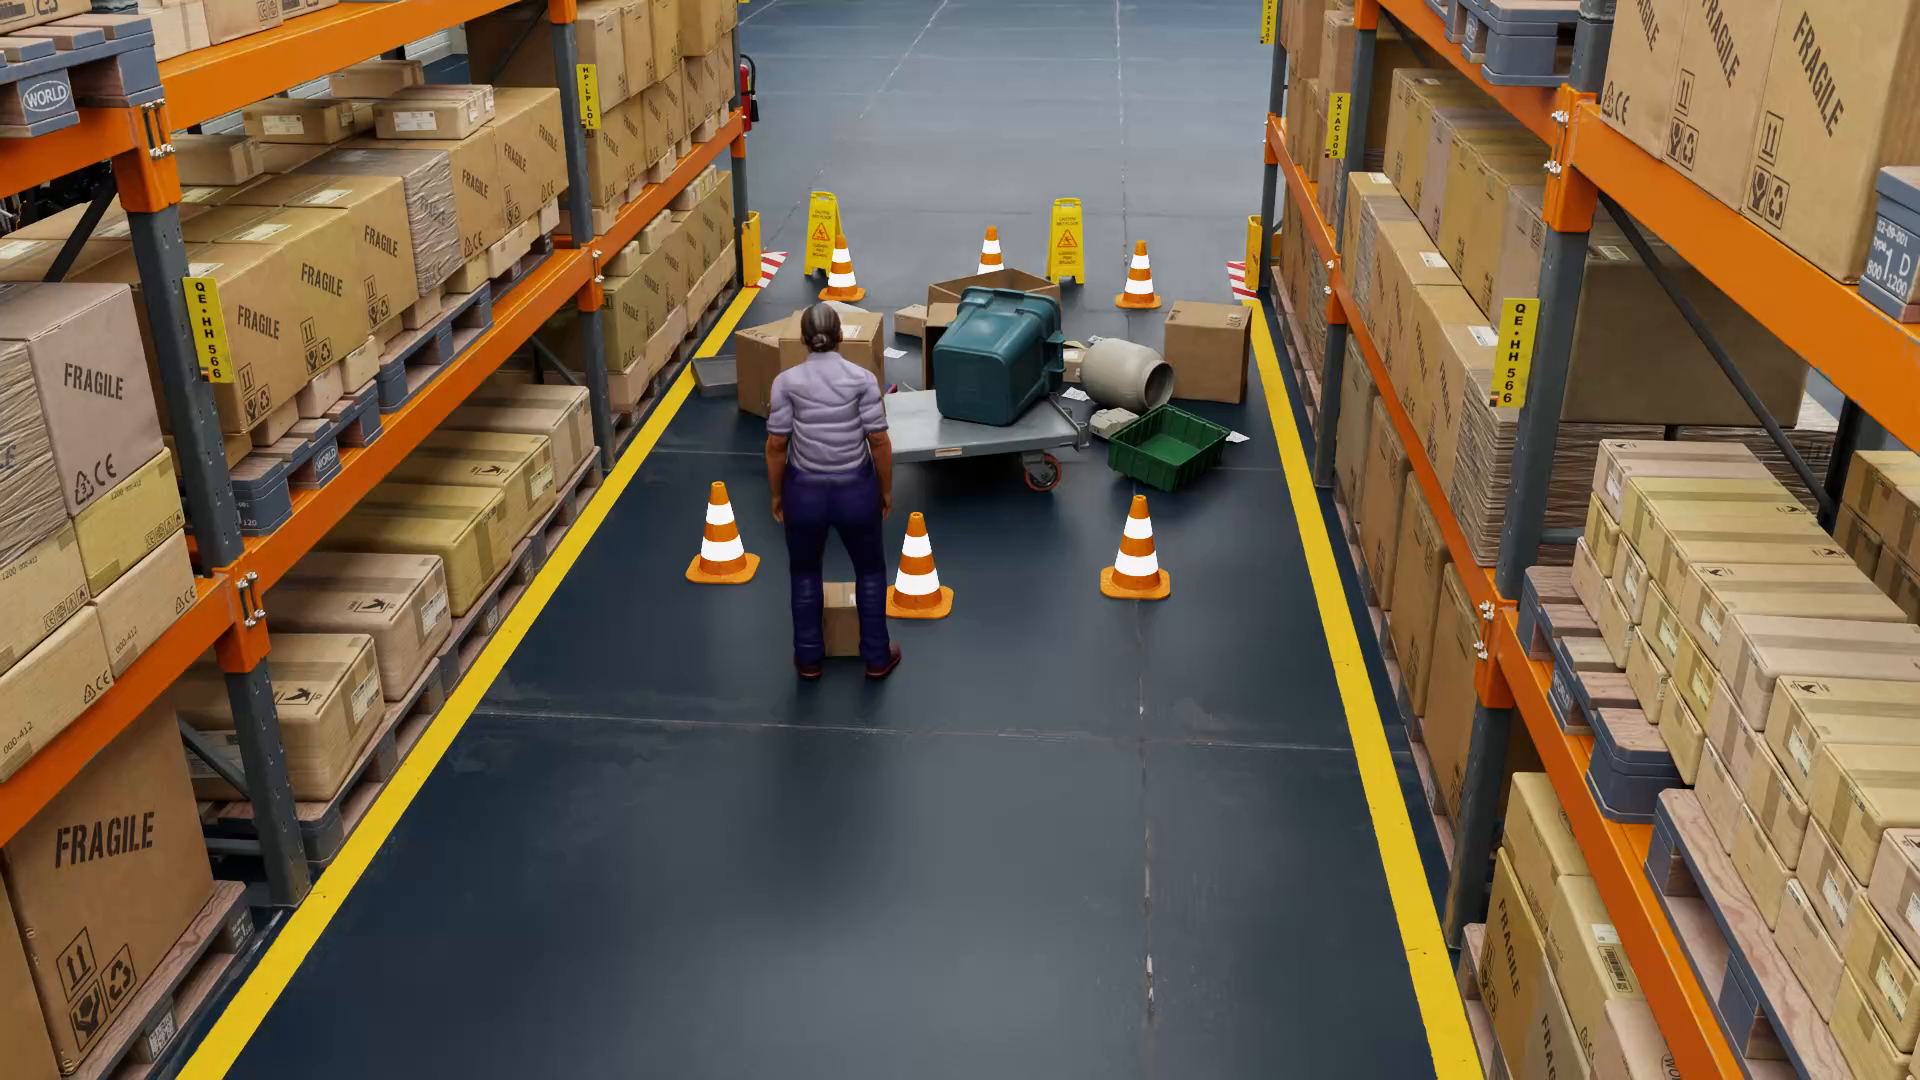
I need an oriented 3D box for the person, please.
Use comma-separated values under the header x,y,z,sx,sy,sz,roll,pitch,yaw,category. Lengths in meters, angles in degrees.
x,y,z,sx,sy,sz,roll,pitch,yaw,category
-0.532,-0.180,7.009,0.547,1.650,0.374,-1,25,-2,person
